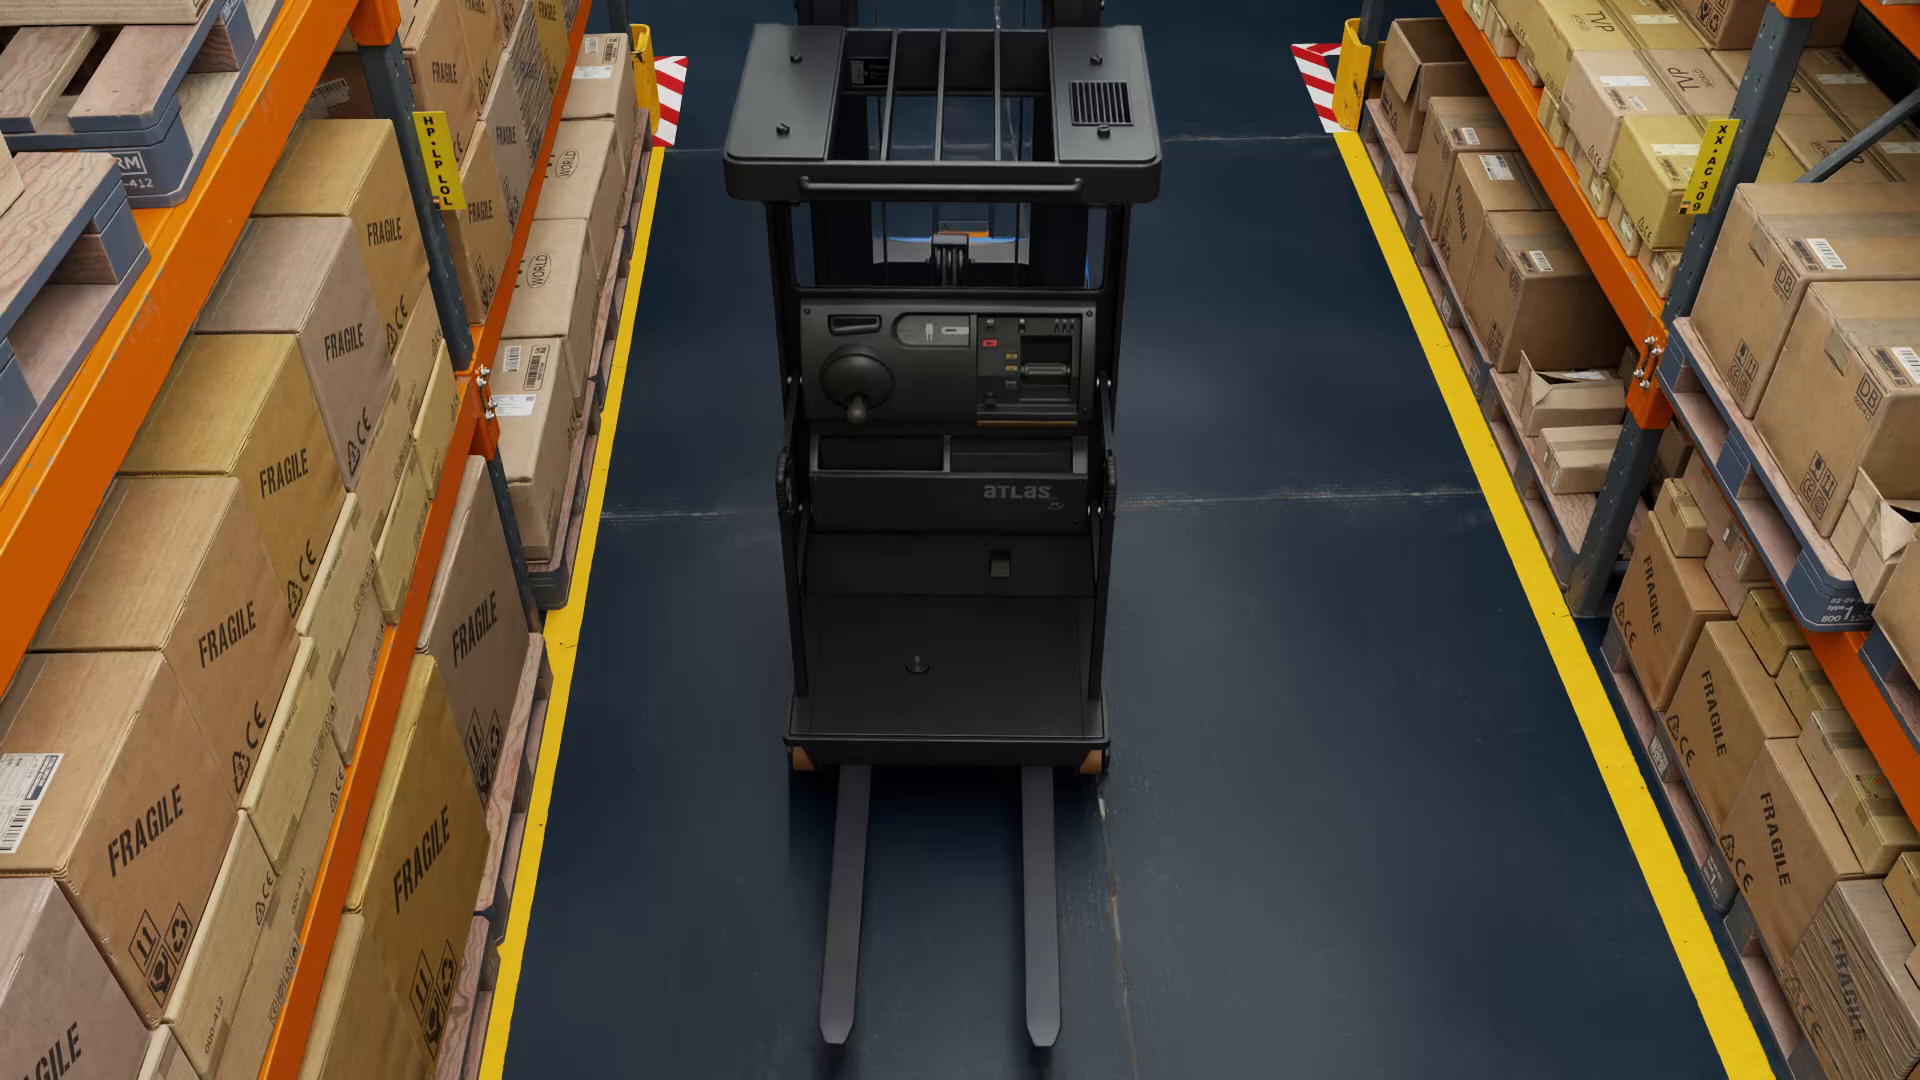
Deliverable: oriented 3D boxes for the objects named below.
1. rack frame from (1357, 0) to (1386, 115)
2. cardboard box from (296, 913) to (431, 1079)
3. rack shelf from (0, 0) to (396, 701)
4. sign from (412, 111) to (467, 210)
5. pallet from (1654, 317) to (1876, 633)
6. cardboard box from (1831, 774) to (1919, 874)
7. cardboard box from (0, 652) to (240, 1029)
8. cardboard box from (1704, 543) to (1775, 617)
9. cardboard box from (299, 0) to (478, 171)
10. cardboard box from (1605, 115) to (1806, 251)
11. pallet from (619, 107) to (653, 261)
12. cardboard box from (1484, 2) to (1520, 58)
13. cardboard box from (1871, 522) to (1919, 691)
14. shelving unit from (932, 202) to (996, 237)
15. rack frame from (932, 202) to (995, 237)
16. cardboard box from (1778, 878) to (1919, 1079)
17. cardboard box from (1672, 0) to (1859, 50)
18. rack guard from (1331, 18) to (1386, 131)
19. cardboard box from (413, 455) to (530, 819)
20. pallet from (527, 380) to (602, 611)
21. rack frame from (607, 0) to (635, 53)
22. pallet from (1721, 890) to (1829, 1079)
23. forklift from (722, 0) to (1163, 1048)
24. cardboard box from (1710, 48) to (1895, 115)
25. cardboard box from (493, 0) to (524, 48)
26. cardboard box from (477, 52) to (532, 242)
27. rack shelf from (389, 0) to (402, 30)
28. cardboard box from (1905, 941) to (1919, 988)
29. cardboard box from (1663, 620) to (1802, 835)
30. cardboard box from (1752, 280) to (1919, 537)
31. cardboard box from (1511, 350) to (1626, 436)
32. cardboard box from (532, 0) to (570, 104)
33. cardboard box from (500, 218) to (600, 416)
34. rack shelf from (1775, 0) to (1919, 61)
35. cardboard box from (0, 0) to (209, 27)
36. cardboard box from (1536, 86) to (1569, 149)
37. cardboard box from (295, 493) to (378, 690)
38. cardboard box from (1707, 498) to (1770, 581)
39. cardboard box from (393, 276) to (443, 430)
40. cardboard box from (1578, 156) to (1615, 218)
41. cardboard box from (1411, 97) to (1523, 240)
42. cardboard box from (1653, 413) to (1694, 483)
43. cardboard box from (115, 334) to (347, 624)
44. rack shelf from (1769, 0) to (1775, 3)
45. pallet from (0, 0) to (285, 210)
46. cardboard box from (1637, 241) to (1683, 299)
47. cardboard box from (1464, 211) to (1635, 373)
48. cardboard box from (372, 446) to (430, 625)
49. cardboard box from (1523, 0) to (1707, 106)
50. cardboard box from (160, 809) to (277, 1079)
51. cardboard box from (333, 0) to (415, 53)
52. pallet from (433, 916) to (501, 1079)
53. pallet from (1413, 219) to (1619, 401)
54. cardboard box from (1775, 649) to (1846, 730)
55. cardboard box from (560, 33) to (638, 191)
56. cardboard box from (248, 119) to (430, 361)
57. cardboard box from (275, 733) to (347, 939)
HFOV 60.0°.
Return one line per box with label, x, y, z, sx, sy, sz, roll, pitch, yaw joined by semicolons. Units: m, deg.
rack frame;2.692;-3.555;8.408;1.000;3.000;0.127;-2;43;-2
cardboard box;-1.907;1.549;4.102;0.875;0.875;0.875;-1;43;-1
rack shelf;-2.012;-0.200;3.060;1.077;0.370;4.000;-2;43;-2
sign;-1.555;-1.129;4.964;0.100;0.325;0.005;-2;43;-2
pallet;2.787;-0.241;4.935;1.003;0.211;1.213;-2;43;-2
cardboard box;2.729;0.803;4.713;0.380;0.149;0.250;0;43;0
cardboard box;-1.741;0.561;3.104;0.500;0.500;0.500;-1;43;-1
cardboard box;2.700;0.108;5.471;0.380;0.149;0.250;-3;43;-3
cardboard box;-1.875;-1.443;5.290;0.500;0.500;0.500;-1;43;-2
cardboard box;2.597;-1.245;5.780;0.500;0.250;0.500;-1;43;-1
pallet;-2.155;-1.844;8.606;1.003;0.211;1.213;-2;43;-2
cardboard box;2.469;-2.184;7.099;0.380;0.149;0.250;-1;43;-1
cardboard box;2.714;0.167;3.964;0.700;0.500;0.500;-2;43;-2
shelving unit;0.014;-0.926;6.872;0.258;1.200;0.189;1;43;1
rack frame;0.013;-0.864;6.804;0.240;1.200;0.006;1;43;1
cardboard box;2.723;1.292;4.660;0.500;0.500;0.500;-3;43;-3
cardboard box;3.065;-2.198;6.264;0.500;0.500;0.500;-3;43;-3
rack guard;2.695;-2.582;9.197;1.175;0.500;0.348;-2;43;-2
cardboard box;-1.991;0.335;5.426;0.875;0.875;0.875;0;43;0
pallet;-2.051;-0.197;6.809;1.003;0.211;1.213;-2;43;-2
rack frame;-2.267;-3.410;8.250;1.000;3.000;0.127;-2;43;-2
pallet;2.989;1.547;4.906;1.003;0.211;1.213;-2;43;-2
forklift;-0.038;-0.475;5.099;1.130;2.935;3.031;1;43;1
cardboard box;3.082;-1.589;6.155;0.500;0.250;0.500;-2;43;-2
cardboard box;-1.901;-2.130;6.040;0.500;0.500;0.500;-1;43;-1
cardboard box;-1.873;-1.410;5.995;0.500;0.500;0.500;-1;43;-2
rack shelf;-2.182;-2.900;6.006;1.077;0.370;4.000;-2;43;-2
cardboard box;2.730;1.152;4.333;0.380;0.149;0.250;-4;43;-4
cardboard box;2.690;0.605;5.410;0.500;0.500;0.500;-2;43;-2
cardboard box;2.681;-0.363;4.542;0.700;0.500;0.500;-1;43;-1
cardboard box;2.530;-0.610;6.908;0.396;0.266;0.258;0;43;0
cardboard box;-1.909;-2.094;6.741;0.500;0.500;0.500;0;43;-1
cardboard box;-2.055;-0.951;7.153;0.875;0.438;0.875;-3;43;-3
rack shelf;2.947;-0.345;3.218;1.077;0.370;4.000;-2;43;-2
cardboard box;-1.850;-1.348;3.536;0.500;0.311;0.500;-2;43;-2
cardboard box;2.505;-1.669;6.537;0.380;0.149;0.250;-2;43;-2
cardboard box;-1.779;0.139;4.119;0.500;0.250;0.500;-1;43;-1
cardboard box;2.670;-0.012;5.383;0.380;0.149;0.250;-4;43;-4
cardboard box;-1.835;-0.548;4.868;0.500;0.250;0.500;-2;43;-2
cardboard box;2.528;-1.320;6.156;0.380;0.149;0.250;-1;43;-1
cardboard box;2.621;-1.794;8.027;0.700;0.500;0.500;0;43;0
cardboard box;3.070;-0.471;6.723;0.500;0.311;0.500;0;43;0
cardboard box;-1.796;-0.128;3.856;0.500;0.500;0.500;0;43;0
rack shelf;2.777;-3.045;6.165;1.077;0.370;4.000;-2;43;-2
pallet;-2.009;-1.127;3.681;0.805;0.209;1.217;-3;43;-4
cardboard box;2.596;-0.970;5.774;0.380;0.149;0.250;-1;43;-1
cardboard box;2.665;-1.093;7.262;0.700;0.500;0.500;-3;43;-3
cardboard box;-1.806;-0.014;4.657;0.500;0.250;0.500;-2;43;-2
cardboard box;2.553;-1.920;6.516;0.500;0.250;0.500;-2;43;-2
cardboard box;-1.732;0.827;3.369;0.500;0.250;0.500;-2;43;-2
cardboard box;-1.851;-1.574;4.954;0.380;0.149;0.250;-2;43;-2
pallet;-1.934;1.663;4.779;1.003;0.211;1.213;-2;43;-2
pallet;2.779;-1.115;7.811;1.003;0.211;1.213;-2;43;-2
cardboard box;2.748;0.465;5.081;0.380;0.149;0.250;-2;43;-3
cardboard box;-2.139;-2.177;8.491;0.875;0.438;0.875;-3;43;-3
cardboard box;-1.827;-0.820;4.611;0.500;0.500;0.500;0;43;0
cardboard box;-1.777;0.675;3.904;0.500;0.250;0.500;-2;43;-2
